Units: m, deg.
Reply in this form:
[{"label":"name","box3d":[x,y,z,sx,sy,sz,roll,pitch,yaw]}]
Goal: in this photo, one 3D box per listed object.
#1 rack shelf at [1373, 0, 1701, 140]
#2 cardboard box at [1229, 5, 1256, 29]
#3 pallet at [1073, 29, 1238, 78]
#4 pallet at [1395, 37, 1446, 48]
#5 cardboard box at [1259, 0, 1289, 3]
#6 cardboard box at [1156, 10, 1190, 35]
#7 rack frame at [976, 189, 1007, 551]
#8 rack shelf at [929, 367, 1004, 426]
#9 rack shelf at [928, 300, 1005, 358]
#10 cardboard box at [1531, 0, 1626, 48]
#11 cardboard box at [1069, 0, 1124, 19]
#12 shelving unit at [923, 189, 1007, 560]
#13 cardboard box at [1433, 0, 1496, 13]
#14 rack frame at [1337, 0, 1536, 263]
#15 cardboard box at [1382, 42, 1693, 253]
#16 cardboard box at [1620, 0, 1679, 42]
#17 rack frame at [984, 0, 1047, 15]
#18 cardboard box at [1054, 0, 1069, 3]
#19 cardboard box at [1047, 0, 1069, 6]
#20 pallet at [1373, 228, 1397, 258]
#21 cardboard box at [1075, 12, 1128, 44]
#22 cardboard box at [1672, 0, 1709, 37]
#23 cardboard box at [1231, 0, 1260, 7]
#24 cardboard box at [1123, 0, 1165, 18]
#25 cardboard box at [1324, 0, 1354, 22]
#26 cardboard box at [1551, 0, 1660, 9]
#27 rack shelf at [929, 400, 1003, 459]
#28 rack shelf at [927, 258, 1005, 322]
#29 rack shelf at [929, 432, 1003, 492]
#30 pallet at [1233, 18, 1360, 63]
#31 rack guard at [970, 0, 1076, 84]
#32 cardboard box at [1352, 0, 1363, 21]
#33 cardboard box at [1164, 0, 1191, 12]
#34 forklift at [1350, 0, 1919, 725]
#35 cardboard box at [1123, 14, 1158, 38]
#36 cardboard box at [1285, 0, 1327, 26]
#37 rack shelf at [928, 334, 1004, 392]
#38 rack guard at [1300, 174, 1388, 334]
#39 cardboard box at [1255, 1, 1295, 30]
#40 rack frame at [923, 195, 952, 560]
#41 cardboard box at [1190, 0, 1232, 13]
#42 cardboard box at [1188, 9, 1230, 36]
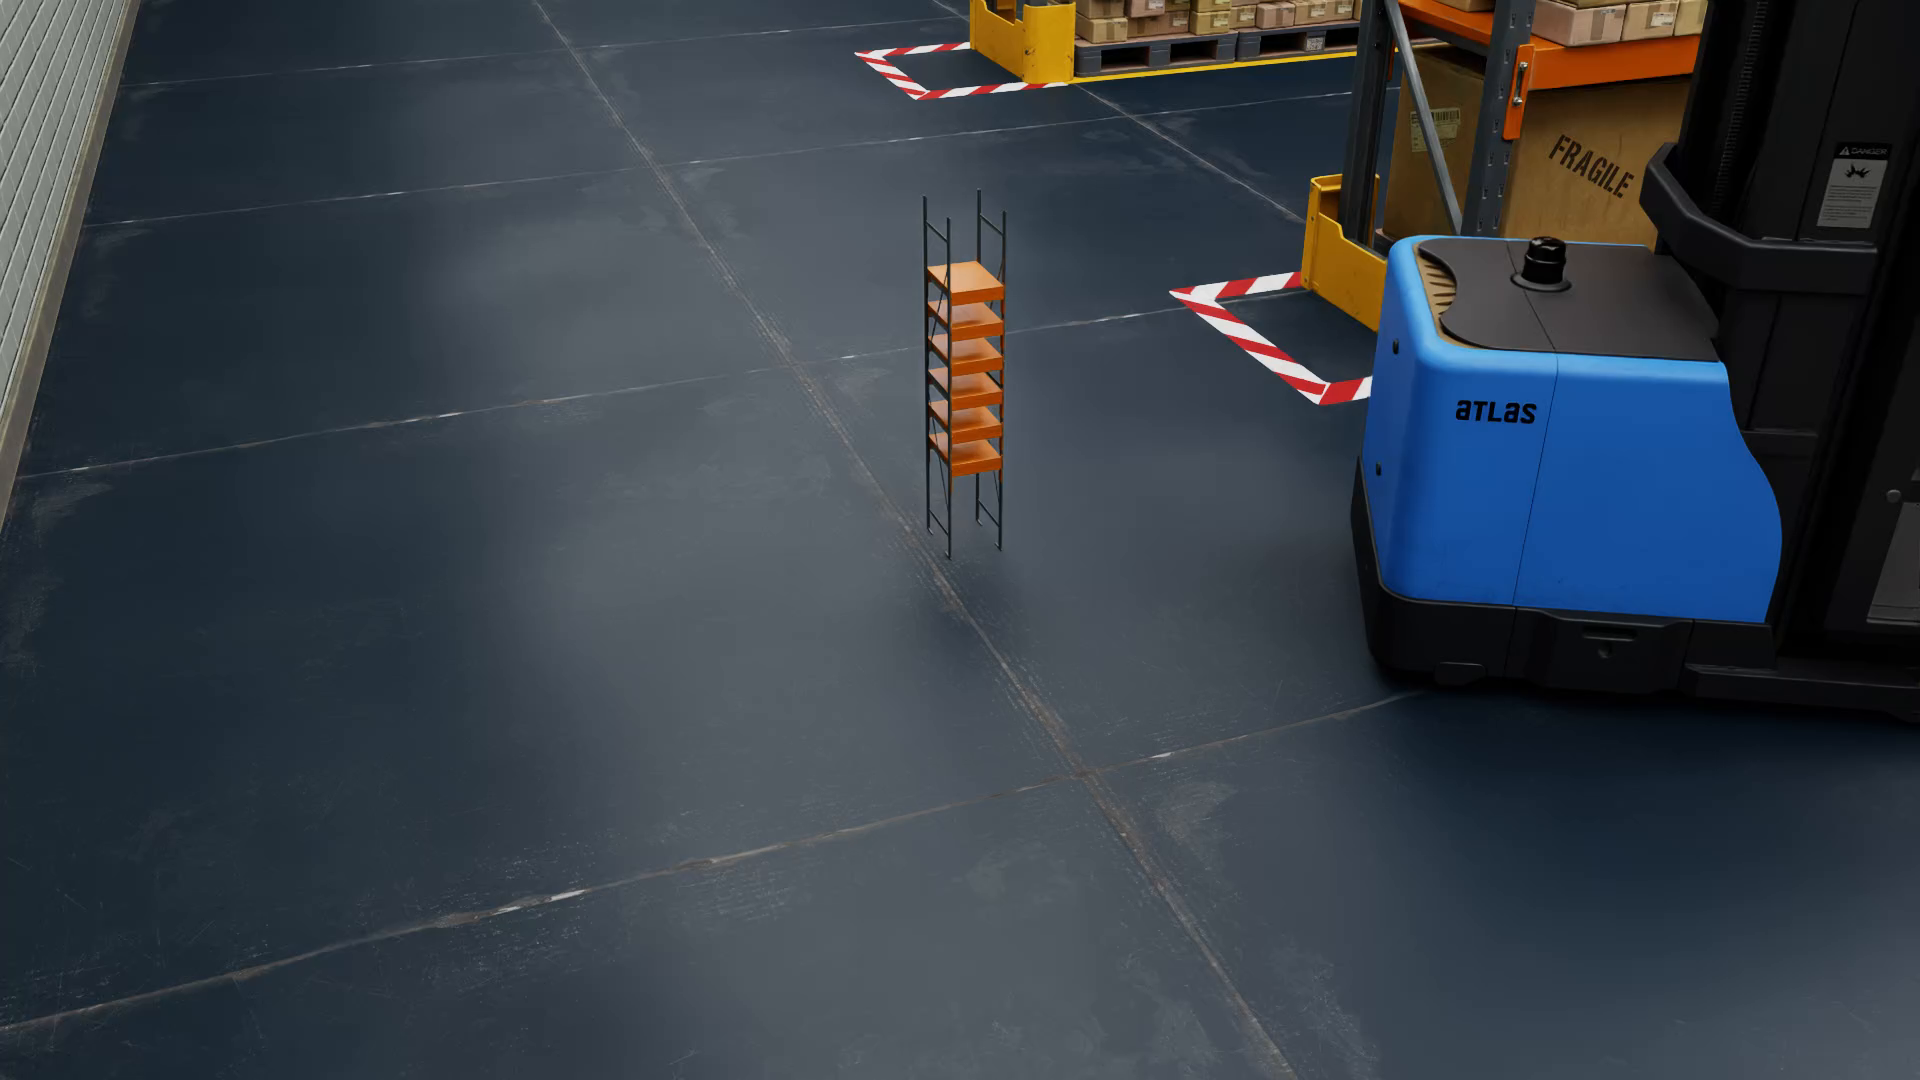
[{"label":"rack shelf","box3d":[3.854,-2.330,7.536,4.000,0.370,1.077,-10,31,-18]},{"label":"cardboard box","box3d":[1.879,-3.712,11.692,0.250,0.149,0.380,-10,31,-18]},{"label":"pallet","box3d":[1.190,-3.541,11.753,1.213,0.211,1.003,-10,31,-18]},{"label":"pallet","box3d":[3.477,-3.962,12.492,1.213,0.211,1.003,-10,31,-18]},{"label":"cardboard box","box3d":[2.134,-3.915,11.746,0.250,0.149,0.380,-9,31,-15]},{"label":"cardboard box","box3d":[1.395,-3.631,11.549,0.250,0.149,0.380,-10,31,-17]},{"label":"rack frame","box3d":[0.099,-0.540,5.485,0.006,1.200,0.240,-10,31,-18]},{"label":"rack shelf","box3d":[0.014,-0.485,5.479,0.180,0.103,0.258,-10,31,-18]},{"label":"rack shelf","box3d":[0.014,-0.694,5.361,0.180,0.103,0.258,-10,31,-18]},{"label":"cardboard box","box3d":[2.428,-2.096,6.653,0.250,0.149,0.380,-10,31,-17]},{"label":"cardboard box","box3d":[0.926,-3.660,11.300,0.250,0.149,0.380,-9,31,-16]},{"label":"shelving unit","box3d":[0.014,-0.524,5.457,0.189,1.200,0.258,-10,31,-18]},{"label":"cardboard box","box3d":[2.199,-2.402,7.190,0.250,0.149,0.380,-10,31,-17]},{"label":"rack frame","box3d":[1.980,-2.297,6.752,0.127,3.000,1.000,-10,31,-18]},{"label":"cardboard box","box3d":[2.552,-1.704,7.433,0.875,0.875,0.875,-10,31,-18]},{"label":"cardboard box","box3d":[2.668,-2.141,6.732,0.250,0.149,0.380,-11,31,-18]},{"label":"rack frame","box3d":[0.345,-4.616,10.822,0.127,3.000,1.000,-10,31,-18]},{"label":"cardboard box","box3d":[0.740,-3.912,11.742,0.250,0.149,0.380,-11,32,-19]},{"label":"cardboard box","box3d":[0.766,-3.747,11.753,0.250,0.149,0.380,-10,31,-17]},{"label":"pallet","box3d":[2.702,-1.260,7.748,1.213,0.211,1.003,-10,31,-18]},{"label":"cardboard box","box3d":[0.948,-3.502,11.322,0.250,0.149,0.380,-10,31,-17]},{"label":"cardboard box","box3d":[2.908,-2.186,6.810,0.250,0.149,0.380,-11,32,-19]},{"label":"cardboard box","box3d":[1.894,-3.849,11.630,0.250,0.149,0.380,-12,32,-20]},{"label":"cardboard box","box3d":[1.202,-3.681,11.337,0.250,0.149,0.380,-11,31,-18]},{"label":"cardboard box","box3d":[2.607,-3.832,11.901,0.250,0.149,0.380,-10,31,-17]},{"label":"cardboard box","box3d":[2.524,-2.319,6.641,0.500,0.250,0.500,-11,32,-19]},{"label":"rack shelf","box3d":[0.014,-0.381,5.539,0.180,0.103,0.258,-10,31,-18]},{"label":"rack shelf","box3d":[0.014,-0.798,5.301,0.180,0.103,0.258,-10,31,-18]},{"label":"rack shelf","box3d":[0.014,-0.277,5.598,0.180,0.103,0.258,-10,31,-18]},{"label":"pallet","box3d":[2.332,-3.750,12.119,1.213,0.211,1.003,-10,31,-18]},{"label":"rack guard","box3d":[0.416,-3.543,11.464,0.348,0.500,1.175,-10,31,-18]},{"label":"cardboard box","box3d":[2.875,-3.846,11.926,0.250,0.149,0.380,-11,31,-18]},{"label":"cardboard box","box3d":[1.401,-3.765,11.483,0.250,0.149,0.380,-10,31,-17]},{"label":"forklift","box3d":[2.794,-0.987,4.521,3.031,2.935,1.130,4,30,7]},{"label":"cardboard box","box3d":[1.165,-3.585,11.468,0.250,0.149,0.380,-11,31,-18]},{"label":"cardboard box","box3d":[2.393,-3.775,11.801,0.250,0.149,0.380,-10,31,-18]},{"label":"rack shelf","box3d":[0.014,-0.589,5.420,0.180,0.103,0.258,-10,31,-18]},{"label":"rack guard","box3d":[1.957,-1.207,7.364,0.348,0.500,1.175,-10,31,-18]},{"label":"cardboard box","box3d":[2.142,-3.715,11.696,0.250,0.149,0.380,-12,32,-20]},{"label":"rack frame","box3d":[-0.072,-0.508,5.430,0.006,1.200,0.240,-10,31,-18]},{"label":"cardboard box","box3d":[1.679,-3.759,11.472,0.250,0.149,0.380,-9,31,-16]},{"label":"cardboard box","box3d":[1.673,-3.624,11.537,0.250,0.149,0.380,-10,31,-17]}]
